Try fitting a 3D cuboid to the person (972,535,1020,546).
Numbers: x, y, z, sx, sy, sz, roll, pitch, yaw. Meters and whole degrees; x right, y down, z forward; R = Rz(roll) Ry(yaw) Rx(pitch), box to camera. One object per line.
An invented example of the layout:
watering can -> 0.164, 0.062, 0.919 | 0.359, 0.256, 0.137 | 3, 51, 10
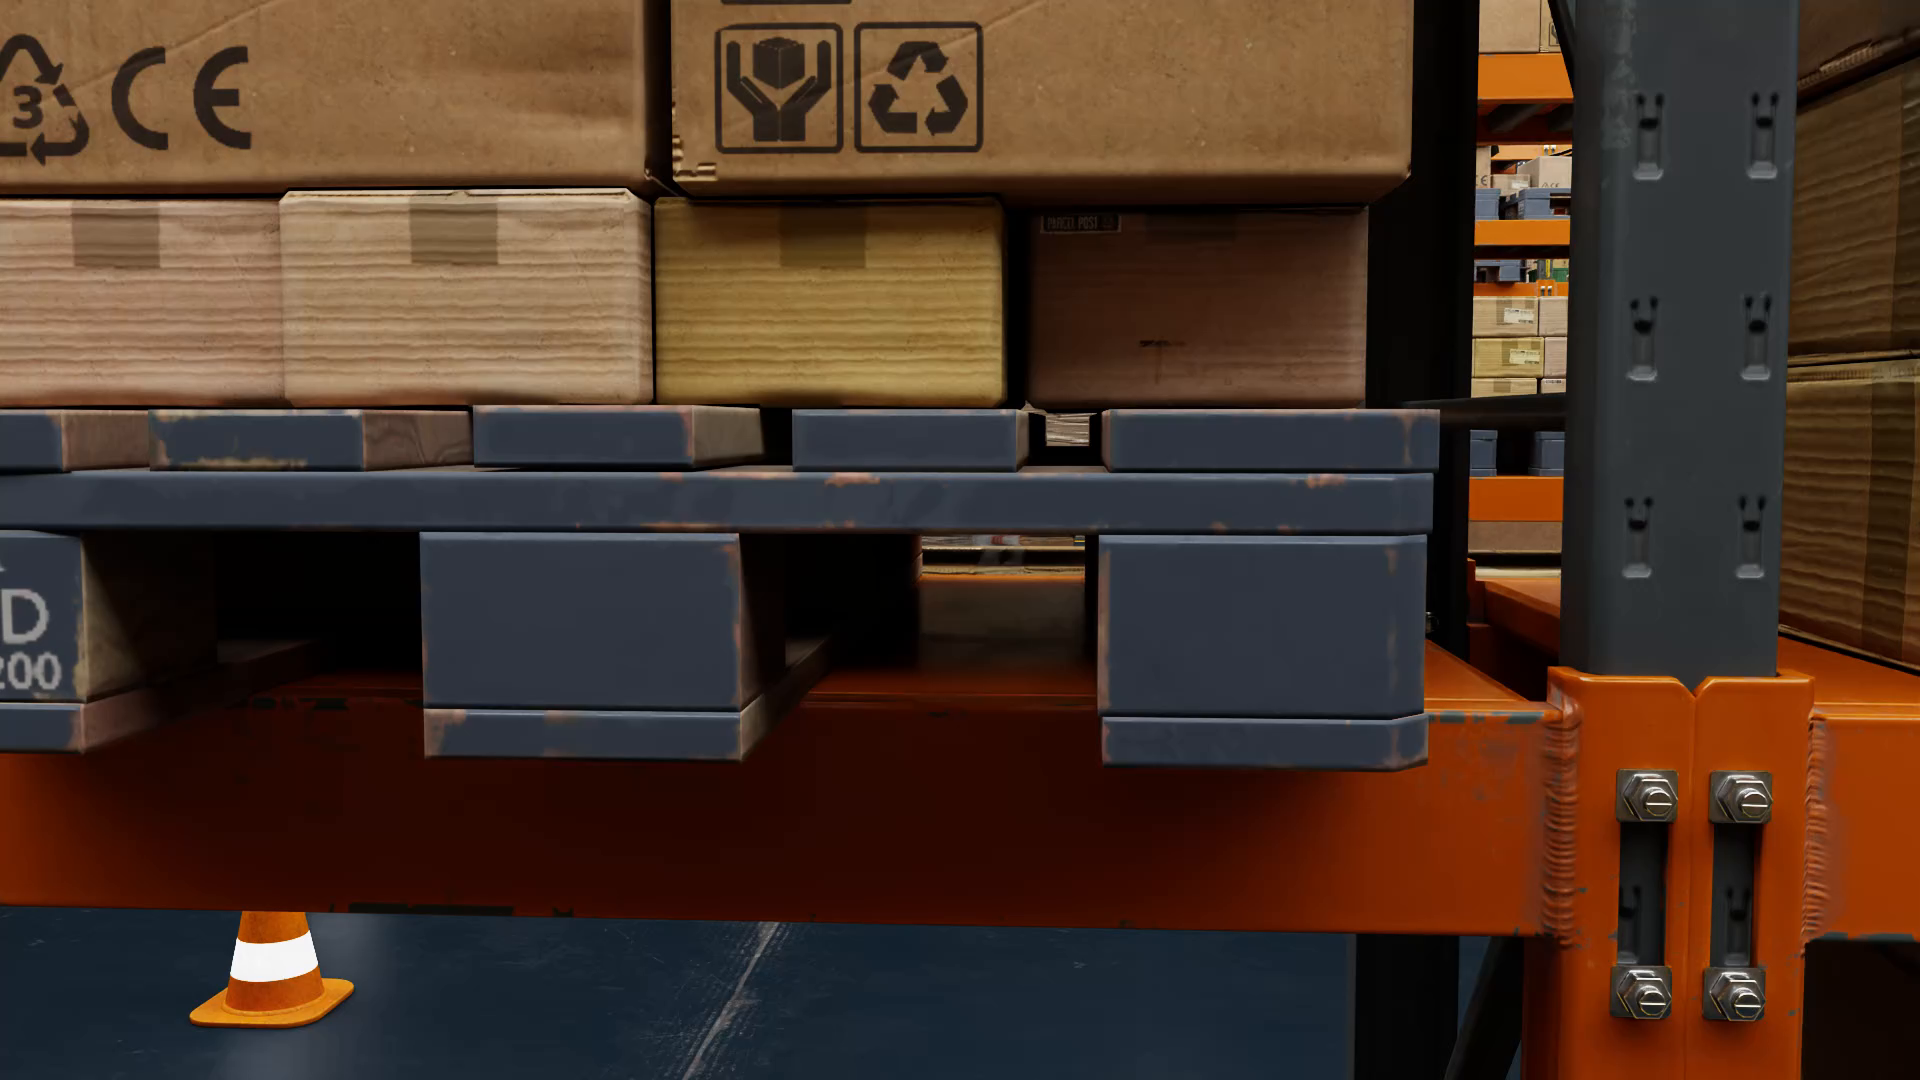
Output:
person -> 0.256, -0.128, 10.159 | 0.449, 1.770, 0.562 | 0, 4, -1
